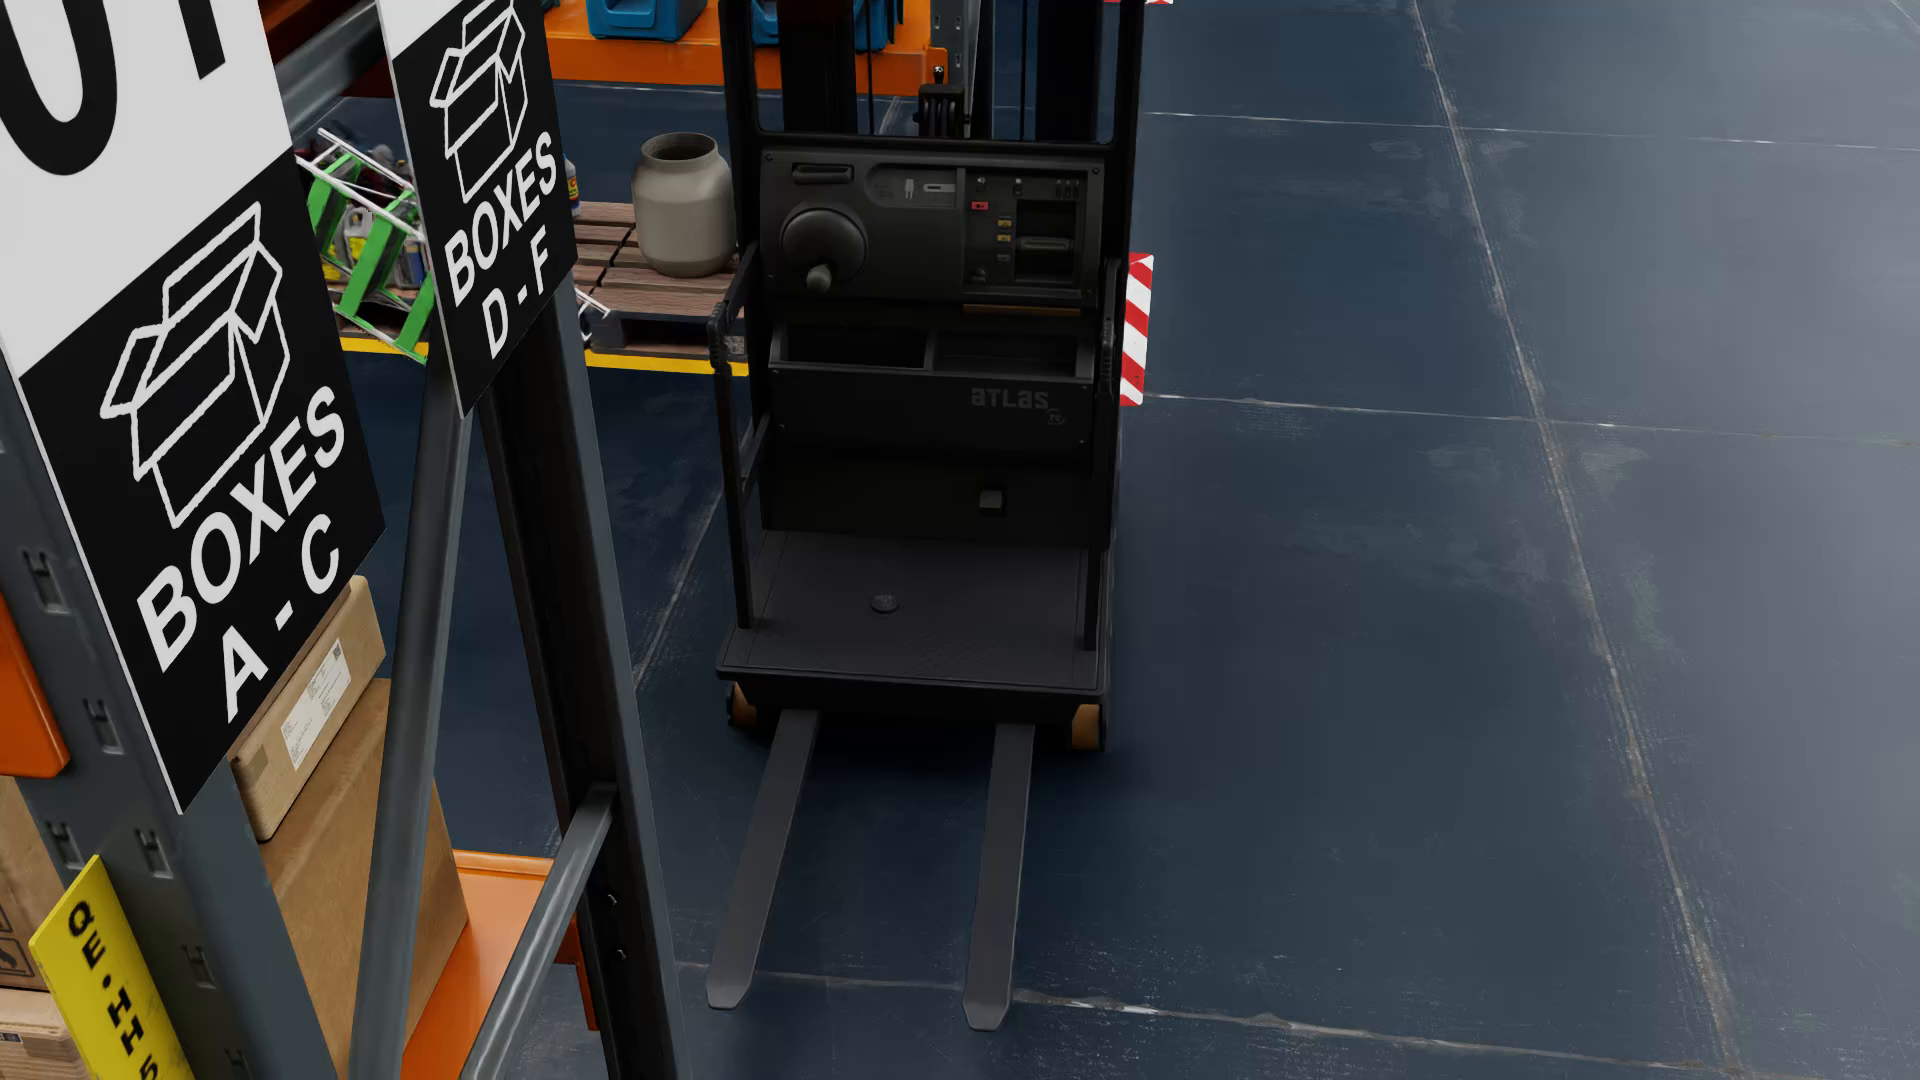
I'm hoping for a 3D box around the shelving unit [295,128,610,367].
[{"bbox_3d":[-1.955,-0.944,6.141,1.200,0.503,0.258,32,36,-10],"label":"shelving unit"}]

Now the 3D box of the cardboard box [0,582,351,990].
[{"bbox_3d":[-1.129,0.051,1.893,0.500,0.500,0.700,4,36,6],"label":"cardboard box"}]

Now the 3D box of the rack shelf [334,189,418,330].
[{"bbox_3d":[-2.101,-1.037,6.111,0.148,0.480,0.258,32,36,-10],"label":"rack shelf"}]

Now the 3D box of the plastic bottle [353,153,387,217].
[{"bbox_3d":[-2.614,-1.562,7.316,0.133,0.283,0.061,4,36,6],"label":"plastic bottle"}]

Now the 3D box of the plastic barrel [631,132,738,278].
[{"bbox_3d":[-1.140,-1.388,6.893,0.421,0.512,0.421,0,36,0],"label":"plastic barrel"}]

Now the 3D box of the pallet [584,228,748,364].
[{"bbox_3d":[-0.867,-1.095,7.102,1.213,0.211,1.003,4,36,6],"label":"pallet"}]

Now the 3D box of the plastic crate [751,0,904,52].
[{"bbox_3d":[-0.515,-1.992,6.087,0.616,0.251,0.499,4,36,6],"label":"plastic crate"}]

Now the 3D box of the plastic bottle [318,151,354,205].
[{"bbox_3d":[-2.749,-1.577,7.337,0.133,0.283,0.061,4,36,6],"label":"plastic bottle"}]

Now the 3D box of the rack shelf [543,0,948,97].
[{"bbox_3d":[-1.964,-2.043,6.650,4.000,0.370,1.077,4,36,6],"label":"rack shelf"}]

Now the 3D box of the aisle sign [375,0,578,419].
[{"bbox_3d":[-0.511,-0.564,1.720,0.004,0.787,0.394,4,36,6],"label":"aisle sign"}]

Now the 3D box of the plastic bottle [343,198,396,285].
[{"bbox_3d":[-2.407,-1.227,6.788,0.185,0.351,0.144,6,36,8],"label":"plastic bottle"}]

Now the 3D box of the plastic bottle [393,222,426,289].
[{"bbox_3d":[-2.242,-1.186,6.796,0.135,0.276,0.152,3,36,5],"label":"plastic bottle"}]

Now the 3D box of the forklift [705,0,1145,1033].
[{"bbox_3d":[-0.099,-0.785,4.326,1.130,2.935,3.031,3,36,5],"label":"forklift"}]

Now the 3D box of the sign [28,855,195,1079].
[{"bbox_3d":[-0.698,0.410,1.393,0.005,0.325,0.100,4,36,6],"label":"sign"}]

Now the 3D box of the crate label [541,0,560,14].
[{"bbox_3d":[-1.840,-2.183,6.196,0.616,0.435,0.502,4,36,6],"label":"crate label"}]

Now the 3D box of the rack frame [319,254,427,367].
[{"bbox_3d":[-2.081,-0.790,6.282,1.200,0.015,0.240,32,36,-10],"label":"rack frame"}]

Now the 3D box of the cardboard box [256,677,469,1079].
[{"bbox_3d":[-1.076,0.583,2.265,0.500,0.500,0.700,4,36,6],"label":"cardboard box"}]

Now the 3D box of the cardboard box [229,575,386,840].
[{"bbox_3d":[-0.977,0.208,2.232,0.250,0.149,0.380,4,36,6],"label":"cardboard box"}]

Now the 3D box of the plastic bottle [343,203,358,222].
[{"bbox_3d":[-2.597,-1.297,6.952,0.135,0.276,0.152,4,36,6],"label":"plastic bottle"}]

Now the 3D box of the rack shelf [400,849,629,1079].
[{"bbox_3d":[-2.599,0.811,2.651,4.000,0.370,1.077,4,36,6],"label":"rack shelf"}]

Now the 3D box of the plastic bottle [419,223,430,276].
[{"bbox_3d":[-2.104,-1.176,6.782,0.135,0.276,0.152,5,36,6],"label":"plastic bottle"}]

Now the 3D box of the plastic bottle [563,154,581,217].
[{"bbox_3d":[-1.739,-1.570,7.338,0.097,0.271,0.097,0,36,0],"label":"plastic bottle"}]

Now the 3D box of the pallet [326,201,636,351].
[{"bbox_3d":[-2.073,-1.186,7.231,1.213,0.211,1.003,4,36,6],"label":"pallet"}]

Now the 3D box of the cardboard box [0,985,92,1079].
[{"bbox_3d":[-1.018,0.443,1.903,0.250,0.149,0.380,4,36,5],"label":"cardboard box"}]

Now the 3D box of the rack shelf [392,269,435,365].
[{"bbox_3d":[-1.901,-0.911,6.152,0.148,0.480,0.258,32,36,-10],"label":"rack shelf"}]

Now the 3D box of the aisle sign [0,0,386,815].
[{"bbox_3d":[-0.587,-0.218,1.236,0.004,0.787,0.394,4,36,6],"label":"aisle sign"}]

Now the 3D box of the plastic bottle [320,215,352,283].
[{"bbox_3d":[-2.591,-1.241,6.808,0.185,0.351,0.144,4,36,6],"label":"plastic bottle"}]

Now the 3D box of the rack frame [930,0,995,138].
[{"bbox_3d":[0.020,-2.188,6.234,0.127,3.000,1.000,4,36,6],"label":"rack frame"}]

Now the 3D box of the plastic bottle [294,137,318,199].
[{"bbox_3d":[-2.915,-1.674,7.472,0.133,0.283,0.061,7,36,9],"label":"plastic bottle"}]

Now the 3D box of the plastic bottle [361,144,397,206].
[{"bbox_3d":[-2.601,-1.620,7.404,0.135,0.276,0.152,5,36,7],"label":"plastic bottle"}]

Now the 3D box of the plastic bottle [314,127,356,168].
[{"bbox_3d":[-2.761,-1.665,7.403,0.185,0.351,0.144,4,36,6],"label":"plastic bottle"}]

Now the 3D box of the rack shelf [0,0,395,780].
[{"bbox_3d":[-2.599,-0.410,1.780,4.000,0.370,1.077,4,36,6],"label":"rack shelf"}]

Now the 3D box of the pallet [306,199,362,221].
[{"bbox_3d":[-3.287,-1.275,7.355,1.213,0.211,1.003,4,36,6],"label":"pallet"}]

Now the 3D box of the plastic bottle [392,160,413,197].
[{"bbox_3d":[-2.480,-1.597,7.436,0.097,0.201,0.097,0,36,0],"label":"plastic bottle"}]

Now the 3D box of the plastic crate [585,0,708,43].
[{"bbox_3d":[-1.158,-2.043,6.159,0.408,0.251,0.499,4,36,6],"label":"plastic crate"}]

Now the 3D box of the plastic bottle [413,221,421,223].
[{"bbox_3d":[-2.244,-1.229,6.921,0.097,0.201,0.097,0,36,0],"label":"plastic bottle"}]

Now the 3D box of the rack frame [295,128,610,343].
[{"bbox_3d":[-1.829,-1.098,6.000,1.200,0.015,0.240,32,36,-10],"label":"rack frame"}]

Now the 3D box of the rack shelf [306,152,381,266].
[{"bbox_3d":[-2.302,-1.163,6.070,0.148,0.480,0.258,32,36,-10],"label":"rack shelf"}]
